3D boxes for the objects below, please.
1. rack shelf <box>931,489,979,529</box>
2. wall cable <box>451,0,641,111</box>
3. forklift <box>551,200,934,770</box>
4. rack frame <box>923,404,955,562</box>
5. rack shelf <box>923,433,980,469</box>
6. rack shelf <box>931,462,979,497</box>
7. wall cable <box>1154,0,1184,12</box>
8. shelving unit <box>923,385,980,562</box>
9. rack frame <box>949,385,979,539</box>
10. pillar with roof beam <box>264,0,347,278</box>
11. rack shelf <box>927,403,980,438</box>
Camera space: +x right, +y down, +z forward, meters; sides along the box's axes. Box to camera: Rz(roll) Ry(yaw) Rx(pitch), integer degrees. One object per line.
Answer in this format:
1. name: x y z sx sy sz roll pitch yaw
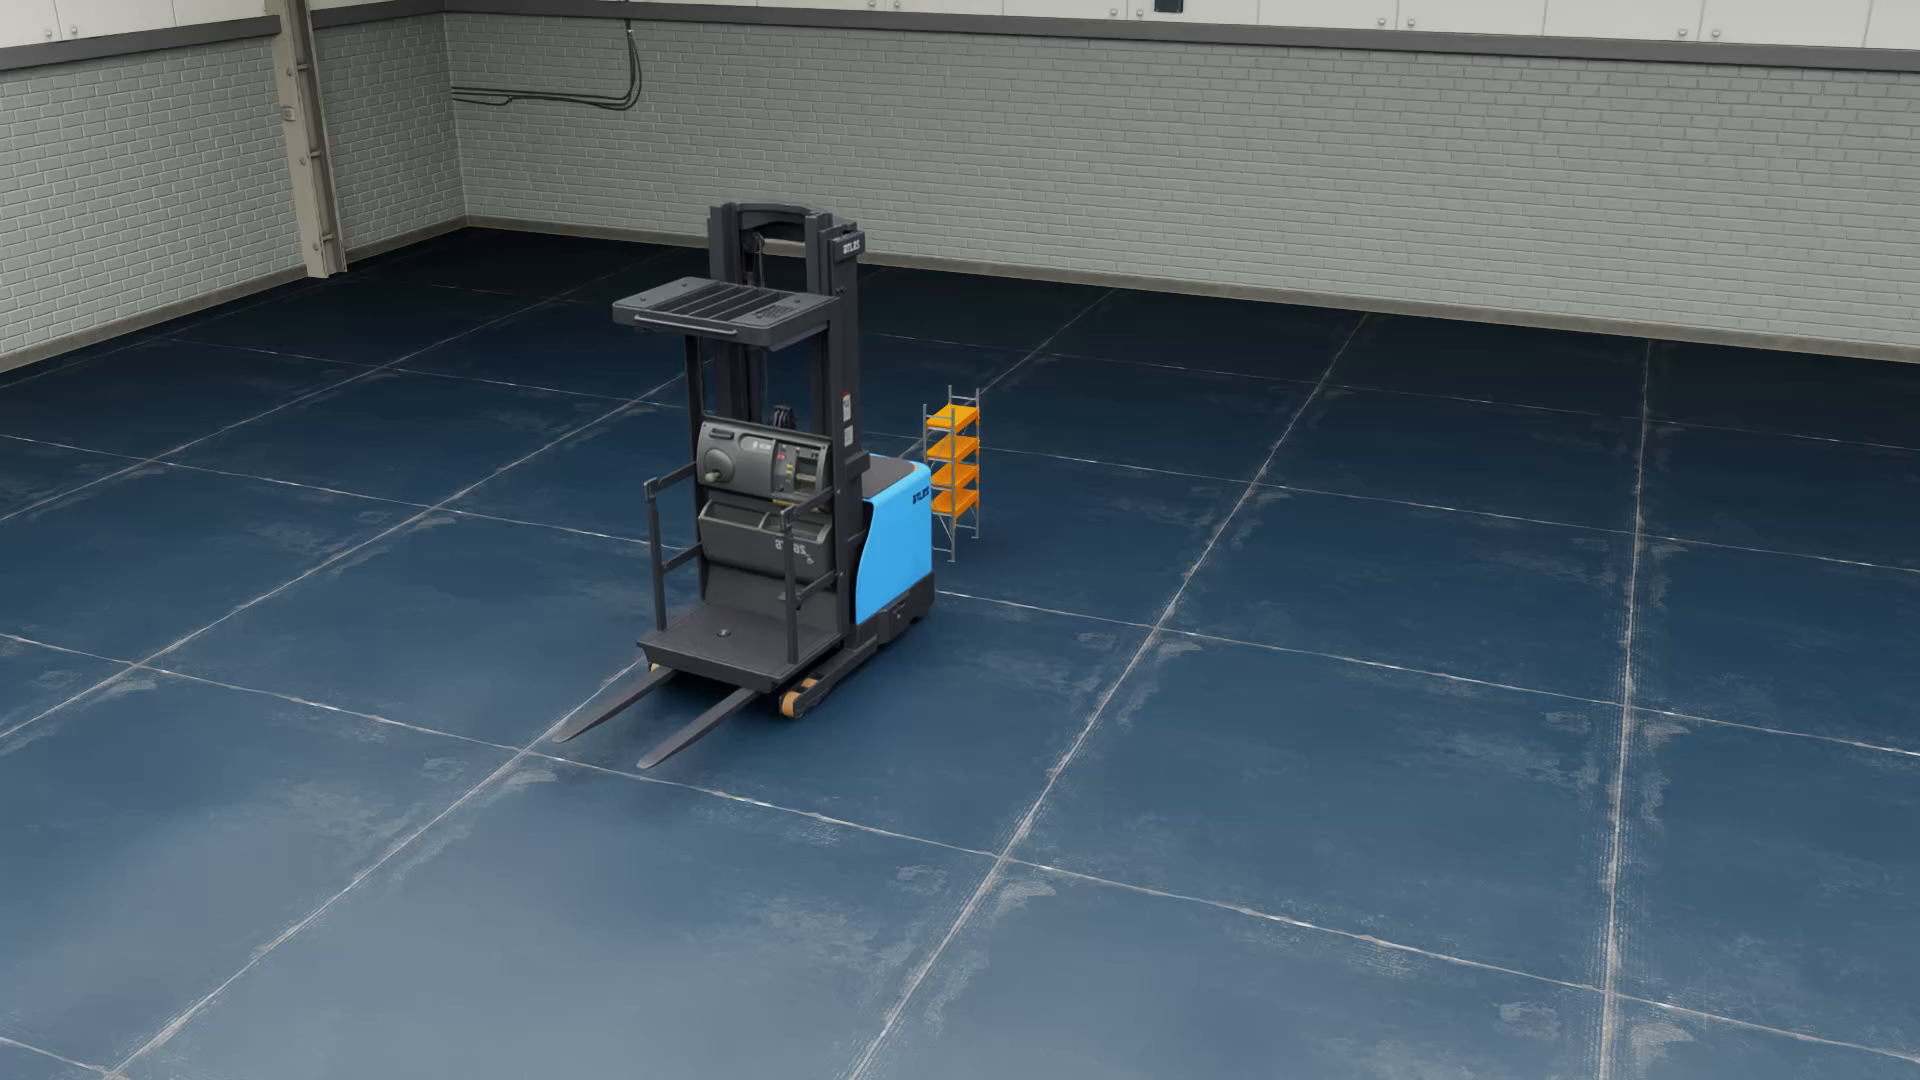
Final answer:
1. rack shelf: -0.061 -0.249 12.479 0.258 0.148 0.480 9 24 20
2. wall cable: -5.551 -6.897 21.616 3.097 2.526 0.112 9 24 20
3. forklift: -1.317 -0.460 10.049 1.130 2.935 3.031 12 25 26
4. rack frame: -0.152 -0.407 12.168 0.240 1.200 0.015 9 24 20
5. rack shelf: -0.061 -0.639 12.317 0.258 0.148 0.480 9 24 20
6. rack shelf: -0.061 -0.432 12.403 0.258 0.148 0.480 9 24 20
7. wall cable: 3.257 -8.534 17.094 2.305 6.003 0.169 9 24 20
8. shelving unit: -0.061 -0.494 12.377 0.258 1.200 0.503 9 24 20
9. rack frame: 0.029 -0.582 12.586 0.240 1.200 0.015 9 24 20
10. pillar with roof beam: -3.876 -6.849 17.471 9.100 9.000 0.400 9 24 20
11. rack shelf: -0.061 -0.857 12.225 0.258 0.148 0.480 9 24 20
